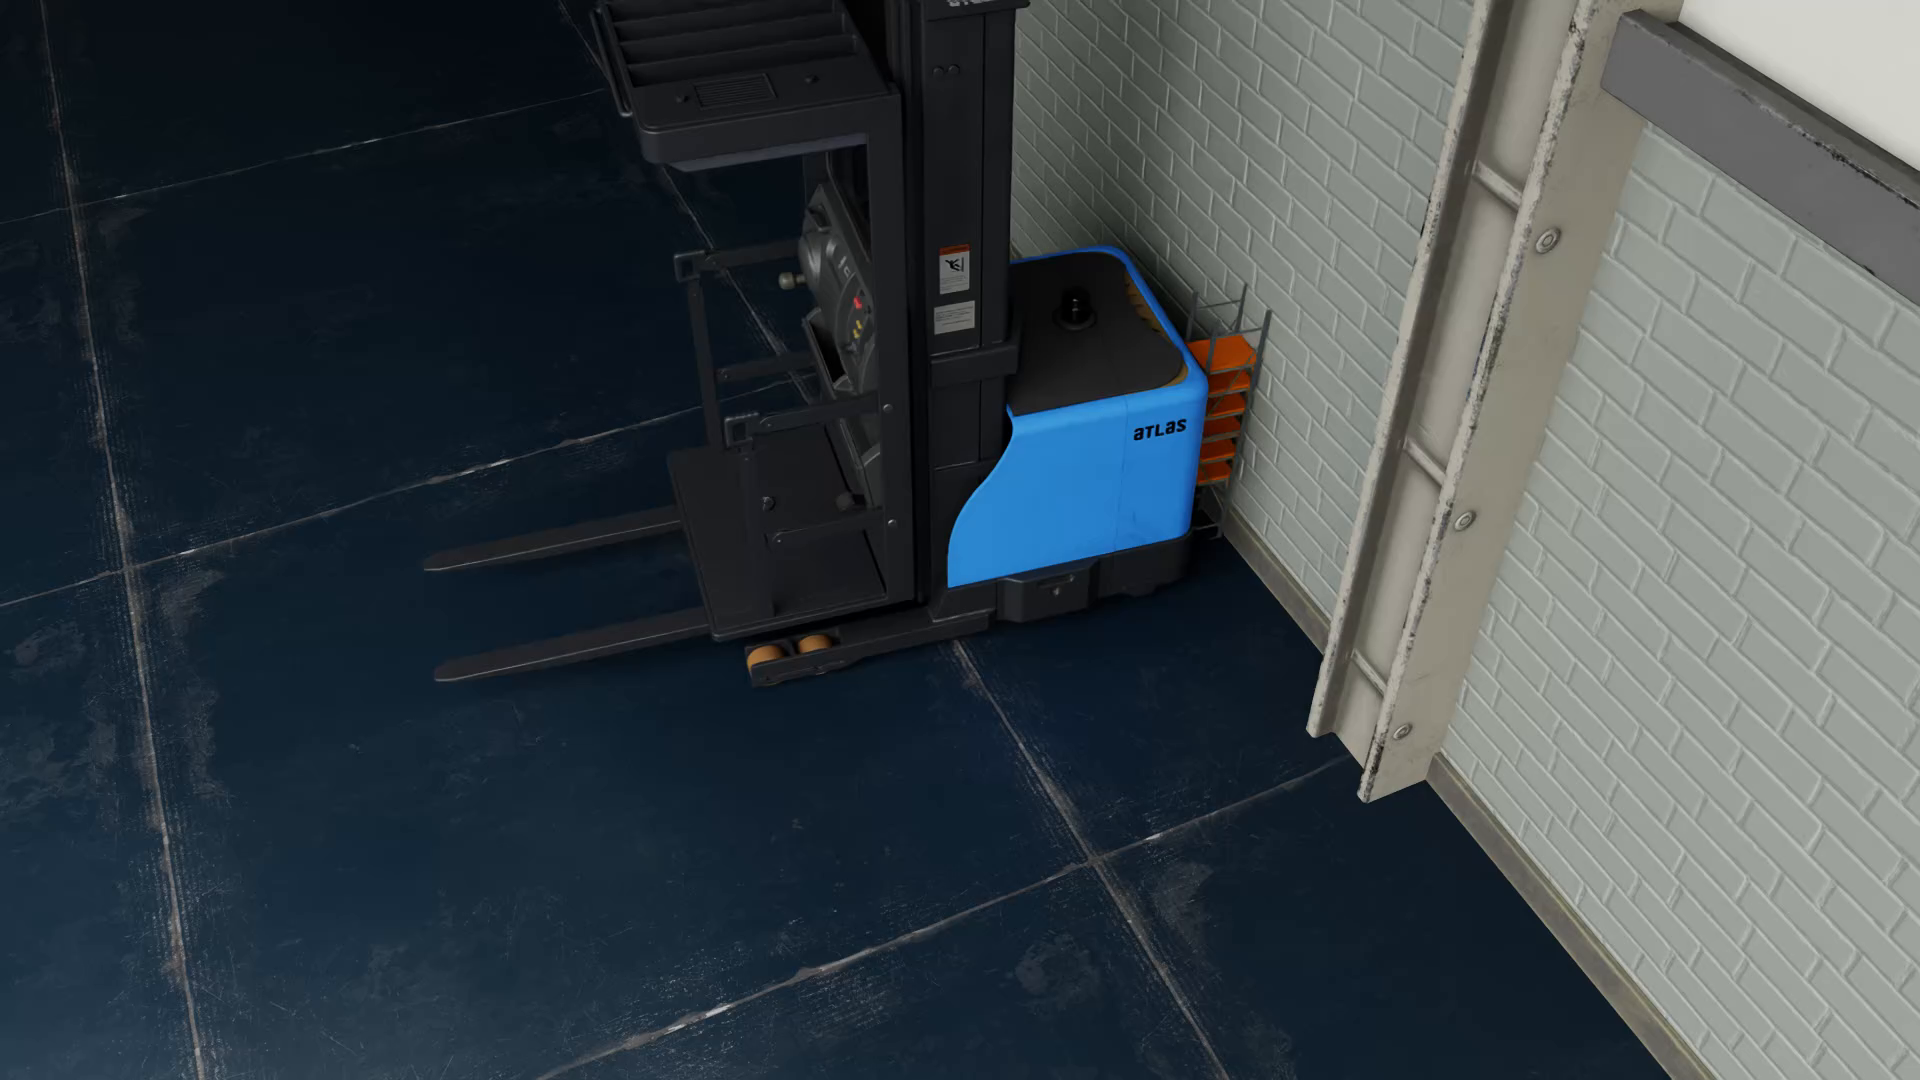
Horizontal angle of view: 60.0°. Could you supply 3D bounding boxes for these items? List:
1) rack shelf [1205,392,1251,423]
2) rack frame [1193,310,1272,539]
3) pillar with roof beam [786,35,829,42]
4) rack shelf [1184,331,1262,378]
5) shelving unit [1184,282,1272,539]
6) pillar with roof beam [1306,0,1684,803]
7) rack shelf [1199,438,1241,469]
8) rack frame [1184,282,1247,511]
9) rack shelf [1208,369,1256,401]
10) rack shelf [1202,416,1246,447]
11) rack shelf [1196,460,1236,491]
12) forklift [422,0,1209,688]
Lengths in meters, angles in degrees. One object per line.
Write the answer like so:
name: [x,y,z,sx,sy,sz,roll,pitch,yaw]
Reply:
rack shelf: [1.005,-0.531,6.664,0.258,0.103,0.180,-13,47,-16]
rack frame: [1.033,-0.416,6.657,0.240,1.200,0.006,-13,47,-16]
pillar with roof beam: [-4.880,-4.954,5.733,9.100,9.000,0.400,-18,47,-17]
rack shelf: [1.017,-0.702,6.495,0.258,0.103,0.180,-13,47,-16]
shelving unit: [1.001,-0.478,6.717,0.258,1.200,0.189,-13,47,-16]
pillar with roof beam: [-2.357,-1.130,1.858,9.100,9.000,0.400,-18,47,-17]
rack shelf: [0.993,-0.361,6.832,0.258,0.103,0.180,-13,47,-16]
rack frame: [0.970,-0.539,6.777,0.240,1.200,0.006,-13,47,-16]
rack shelf: [1.011,-0.617,6.579,0.258,0.103,0.180,-13,47,-16]
rack shelf: [0.999,-0.446,6.748,0.258,0.103,0.180,-13,47,-16]
rack shelf: [0.987,-0.276,6.916,0.258,0.103,0.180,-13,47,-16]
forklift: [-0.626,-0.886,5.930,3.031,2.935,1.130,-12,46,-12]
